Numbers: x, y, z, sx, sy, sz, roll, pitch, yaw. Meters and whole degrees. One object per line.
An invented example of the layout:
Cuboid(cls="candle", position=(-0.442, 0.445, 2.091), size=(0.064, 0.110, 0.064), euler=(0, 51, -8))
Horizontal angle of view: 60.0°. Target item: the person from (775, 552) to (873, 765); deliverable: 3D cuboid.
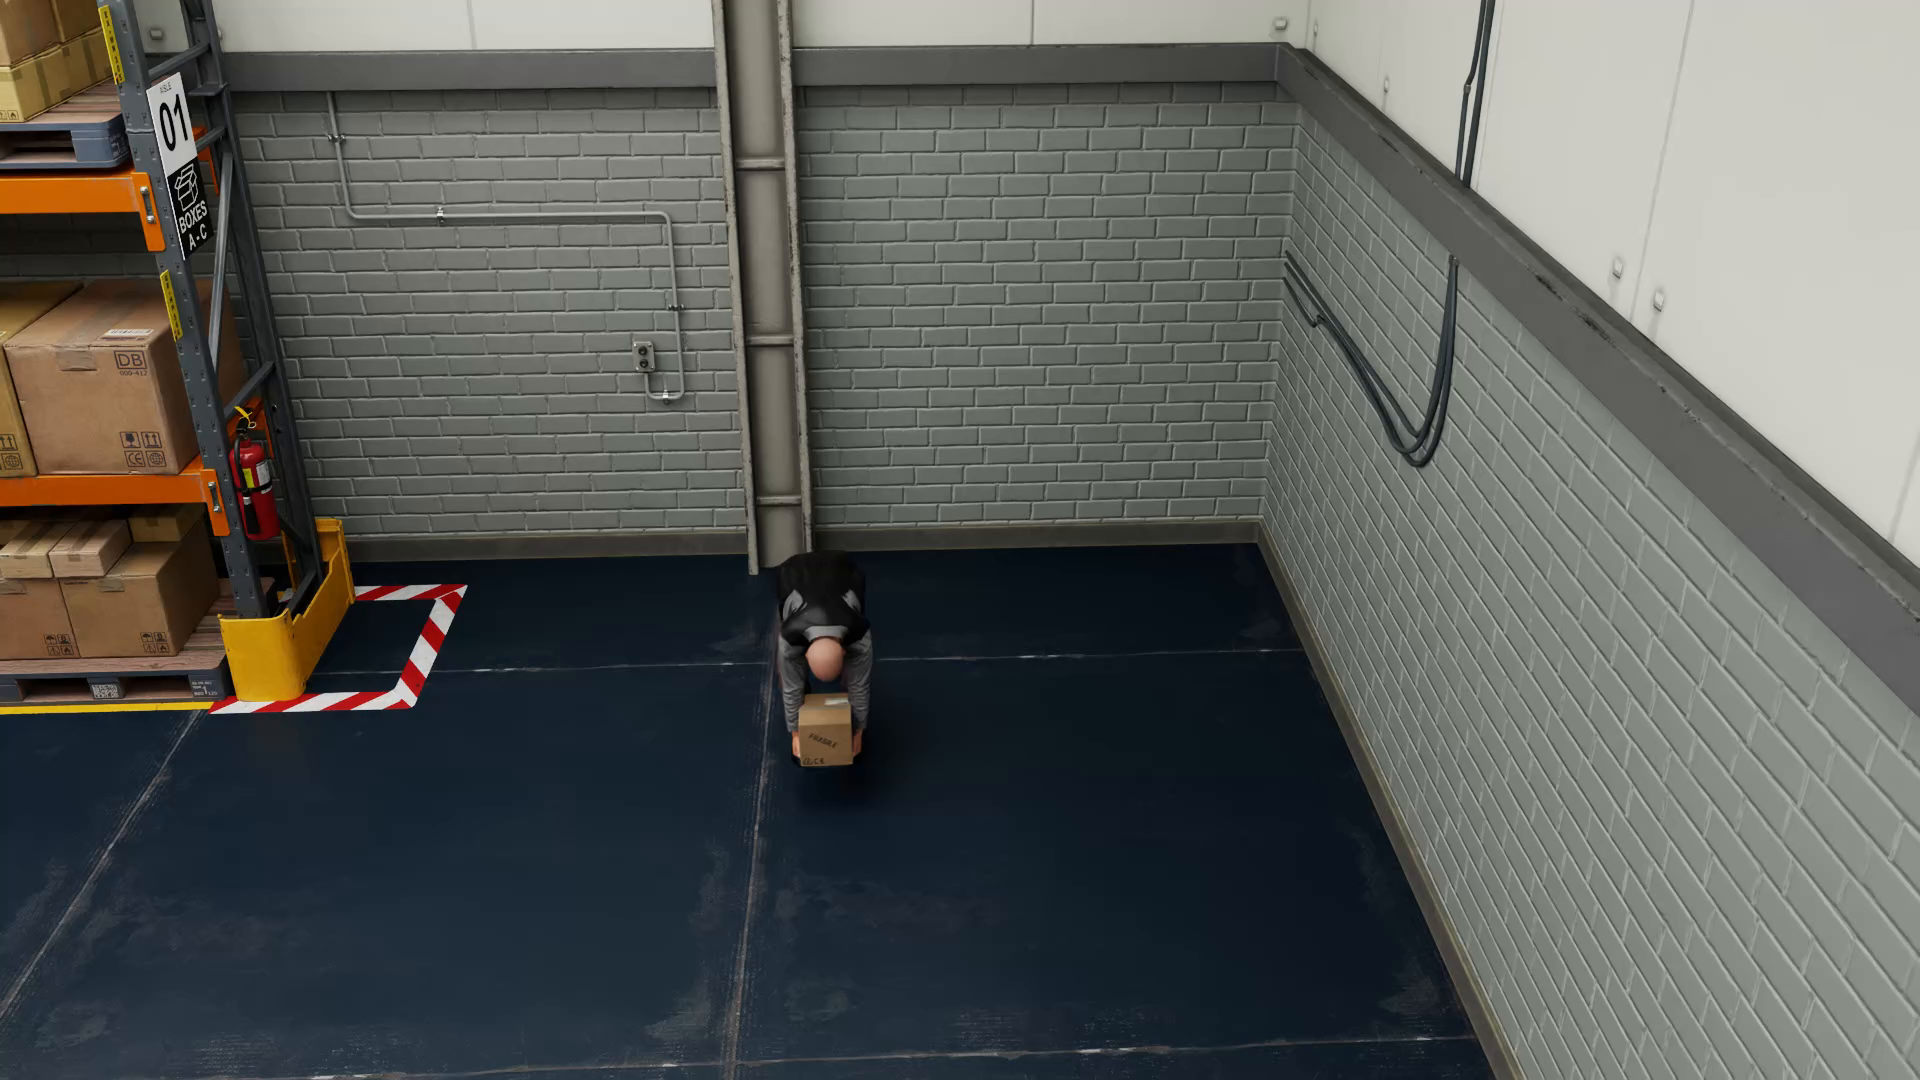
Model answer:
Cuboid(cls="person", position=(-0.656, 0.654, 8.072), size=(0.464, 1.088, 0.960), euler=(-2, 27, -5))
